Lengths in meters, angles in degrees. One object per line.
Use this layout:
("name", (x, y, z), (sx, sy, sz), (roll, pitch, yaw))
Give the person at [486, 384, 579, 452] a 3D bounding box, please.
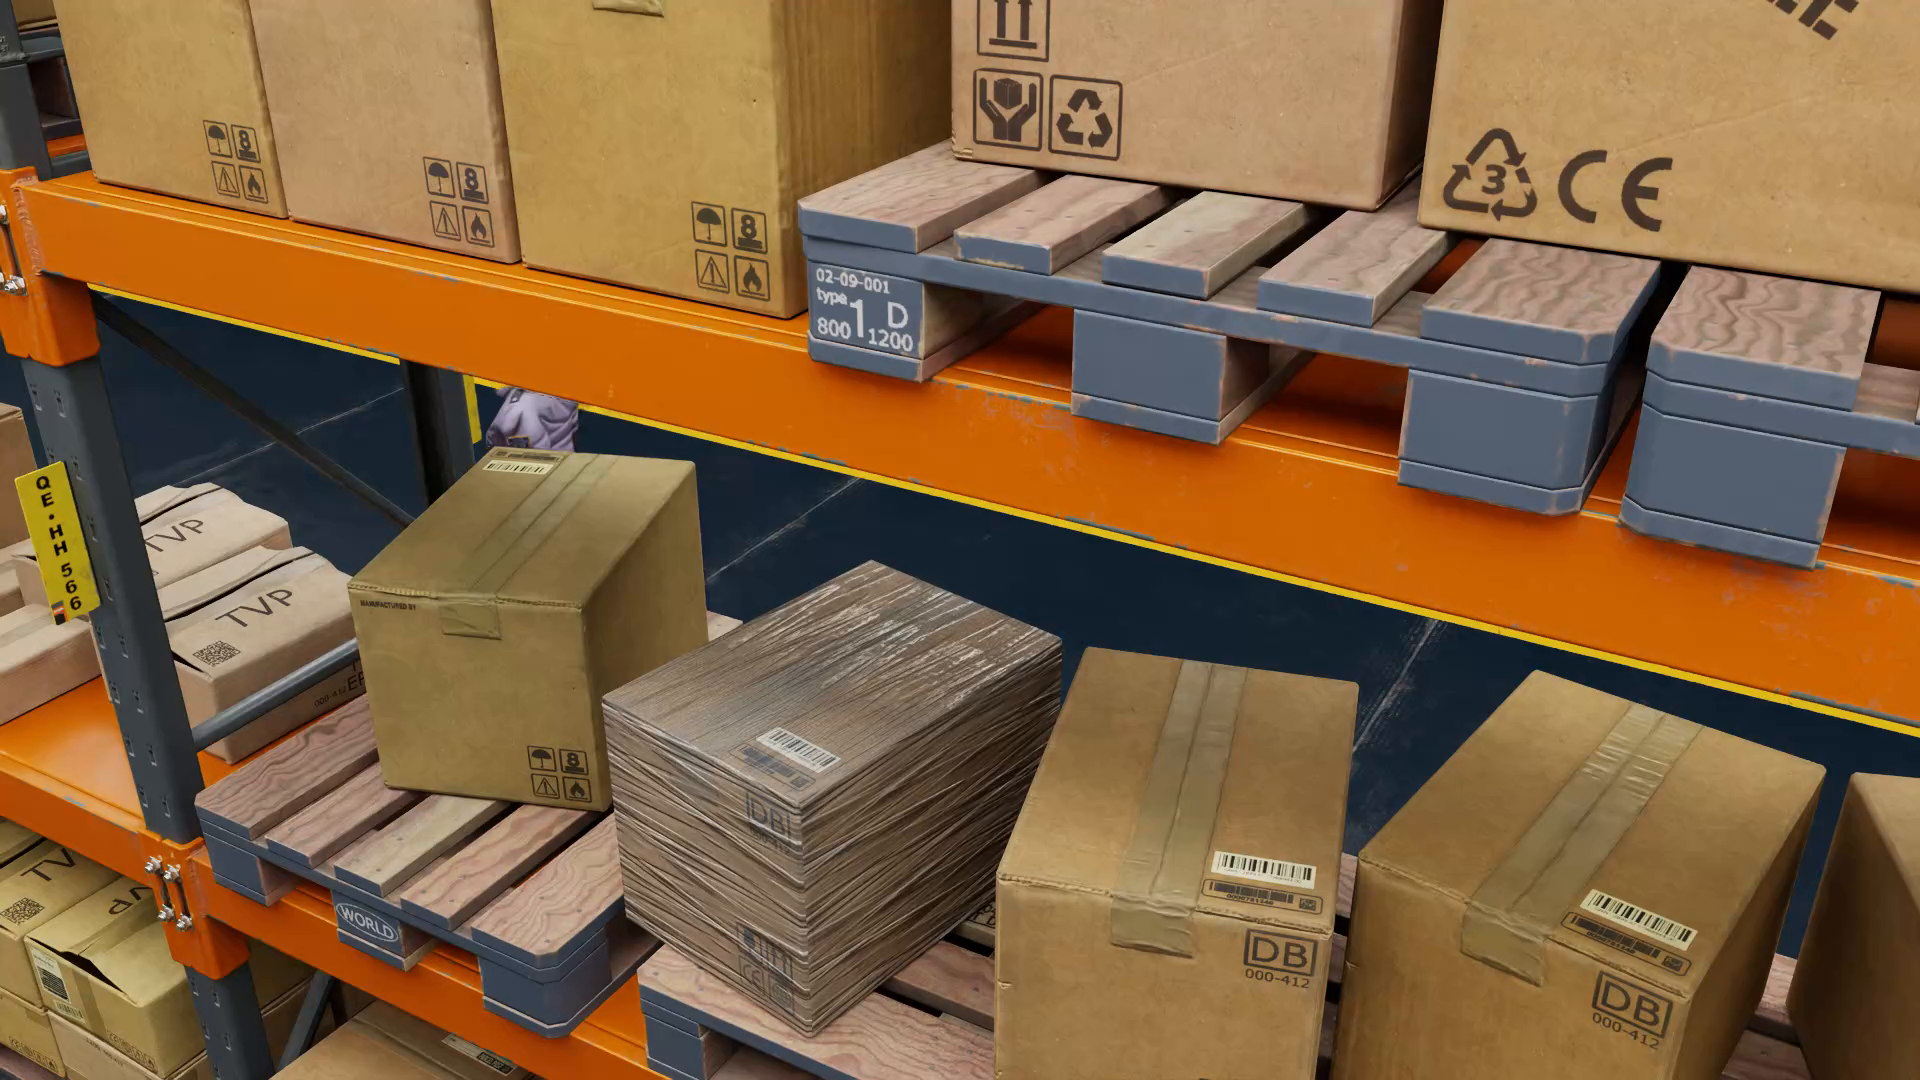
("person", (-1.571, -0.090, 6.322), (1.051, 1.555, 0.512), (11, 29, 20))
